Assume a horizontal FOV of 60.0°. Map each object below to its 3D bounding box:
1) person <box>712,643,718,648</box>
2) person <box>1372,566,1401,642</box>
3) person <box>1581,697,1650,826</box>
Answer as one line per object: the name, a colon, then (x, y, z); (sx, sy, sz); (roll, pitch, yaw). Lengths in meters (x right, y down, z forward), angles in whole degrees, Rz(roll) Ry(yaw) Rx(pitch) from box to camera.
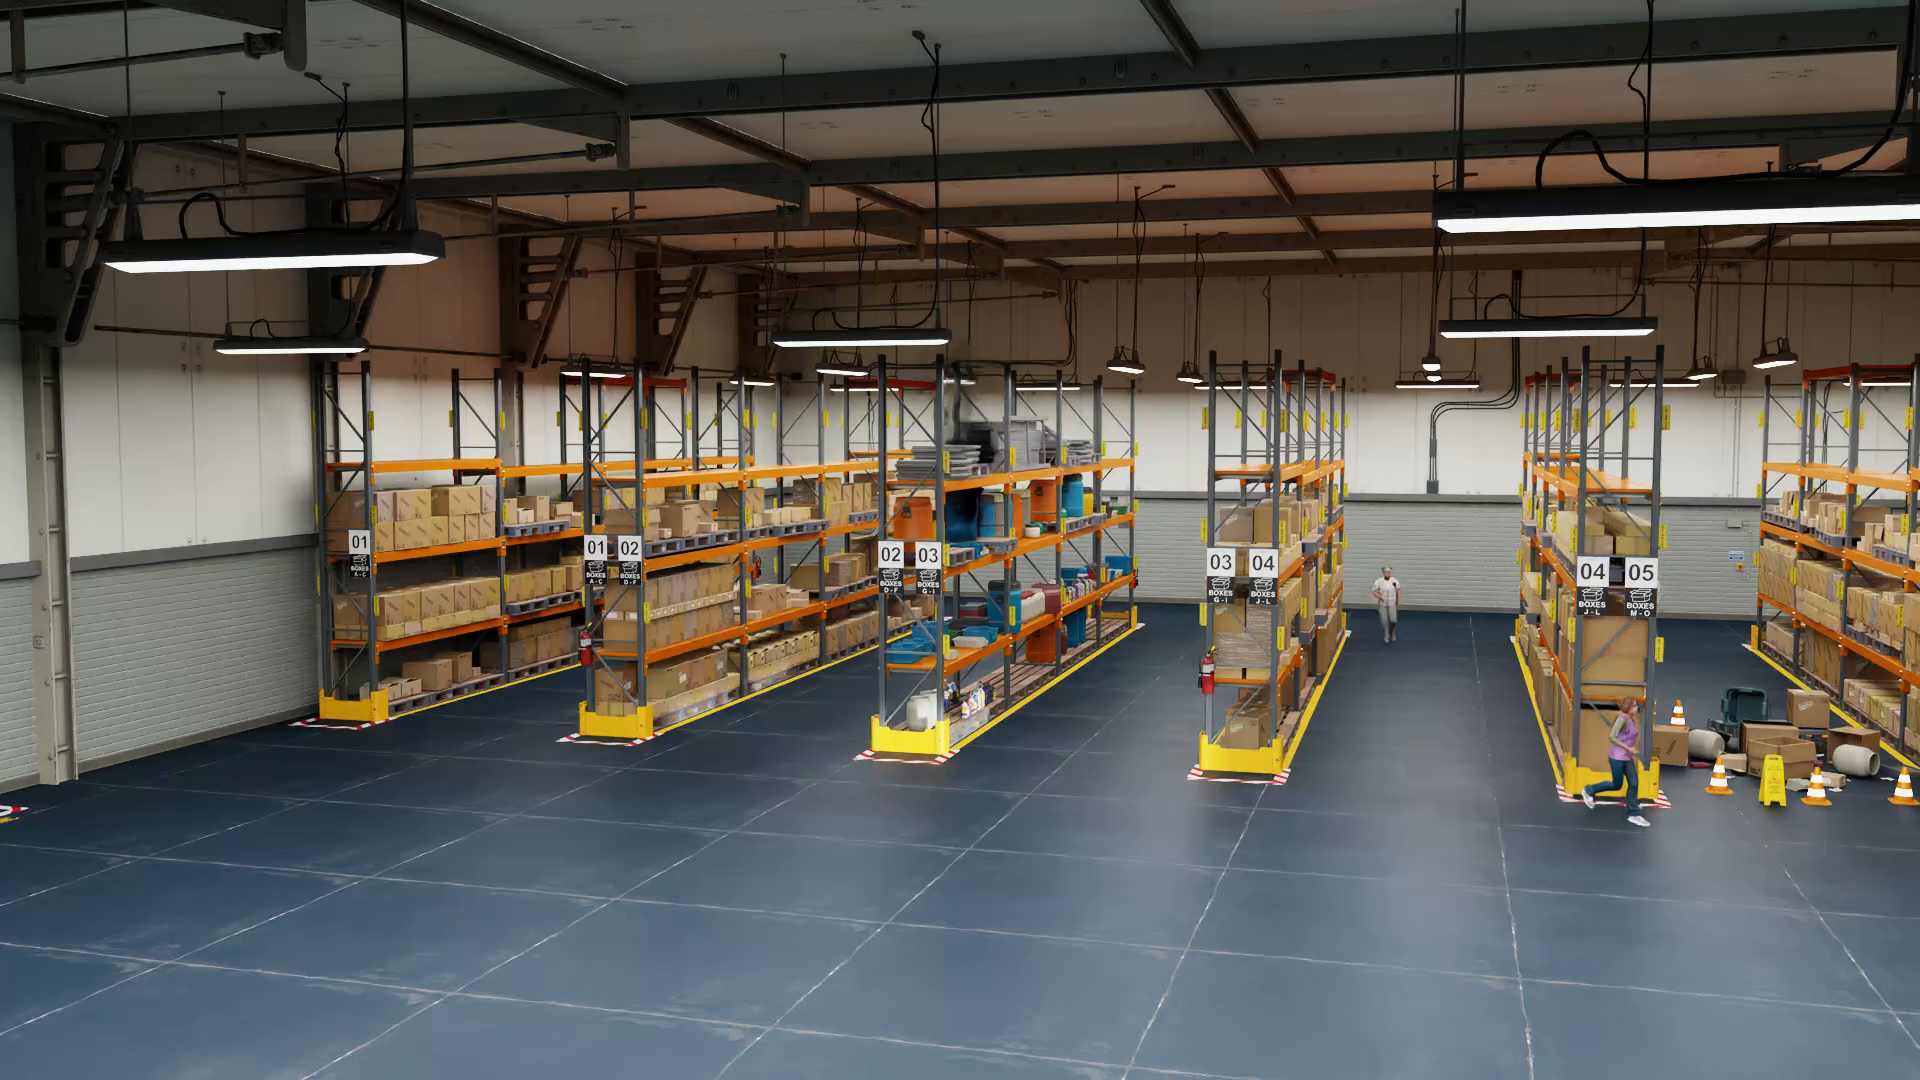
person: (-5.186, 1.659, 34.404); (0.662, 1.774, 0.785); (1, 4, 8)
person: (9.627, 1.448, 37.498); (0.655, 1.748, 0.611); (1, 4, 9)
person: (8.227, 2.730, 20.781); (0.878, 1.578, 0.568); (4, 5, 42)
